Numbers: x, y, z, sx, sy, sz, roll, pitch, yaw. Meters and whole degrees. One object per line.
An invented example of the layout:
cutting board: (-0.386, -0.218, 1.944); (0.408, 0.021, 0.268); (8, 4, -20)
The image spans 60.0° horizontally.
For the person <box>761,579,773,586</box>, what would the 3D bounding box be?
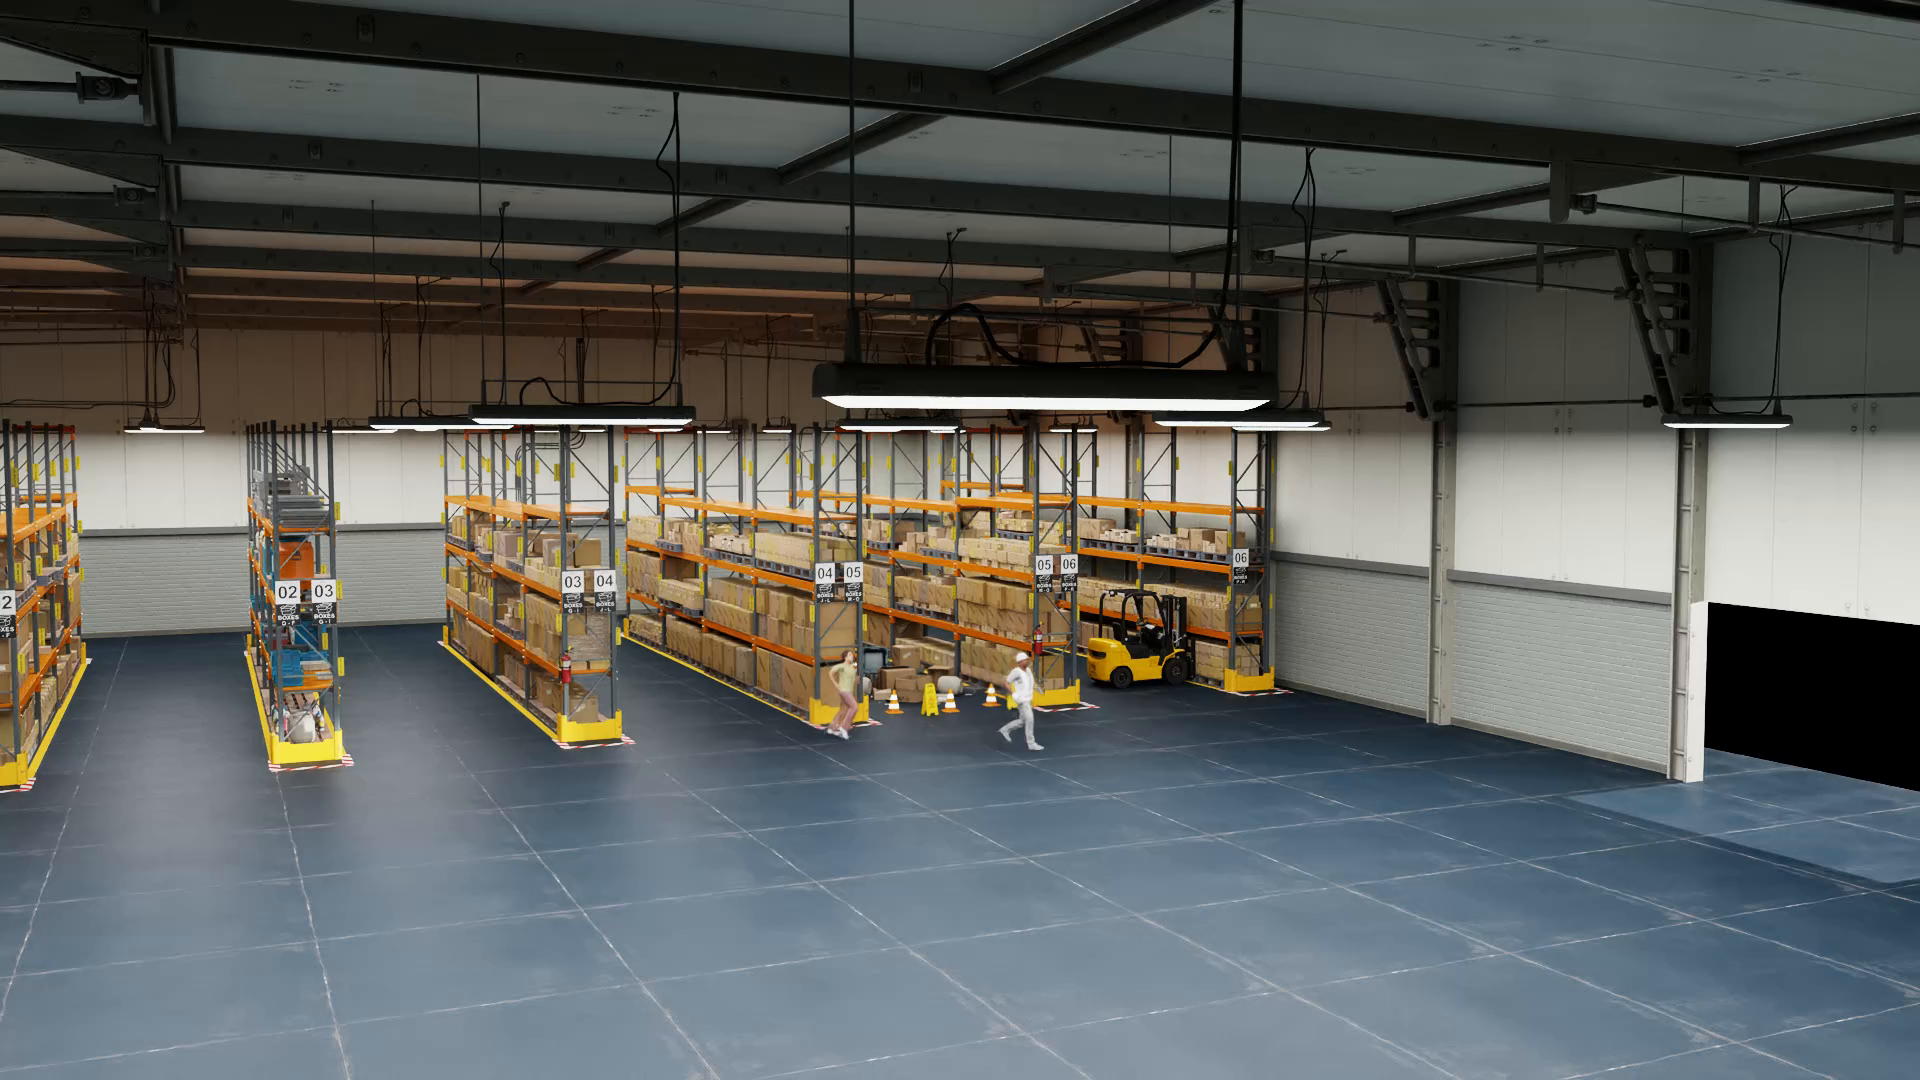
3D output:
person: (-5.917, 1.687, 50.852); (0.705, 1.716, 0.706); (-1, 4, -20)

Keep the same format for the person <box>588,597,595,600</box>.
person: (-10.457, 1.983, 46.835); (0.648, 1.701, 0.822); (0, 4, -2)

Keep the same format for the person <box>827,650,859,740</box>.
person: (-2.185, 2.923, 31.647); (0.653, 1.680, 0.568); (1, 4, 20)

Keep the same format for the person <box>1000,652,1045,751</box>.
person: (1.124, 2.929, 30.348); (0.945, 1.762, 0.713); (2, 4, 27)
